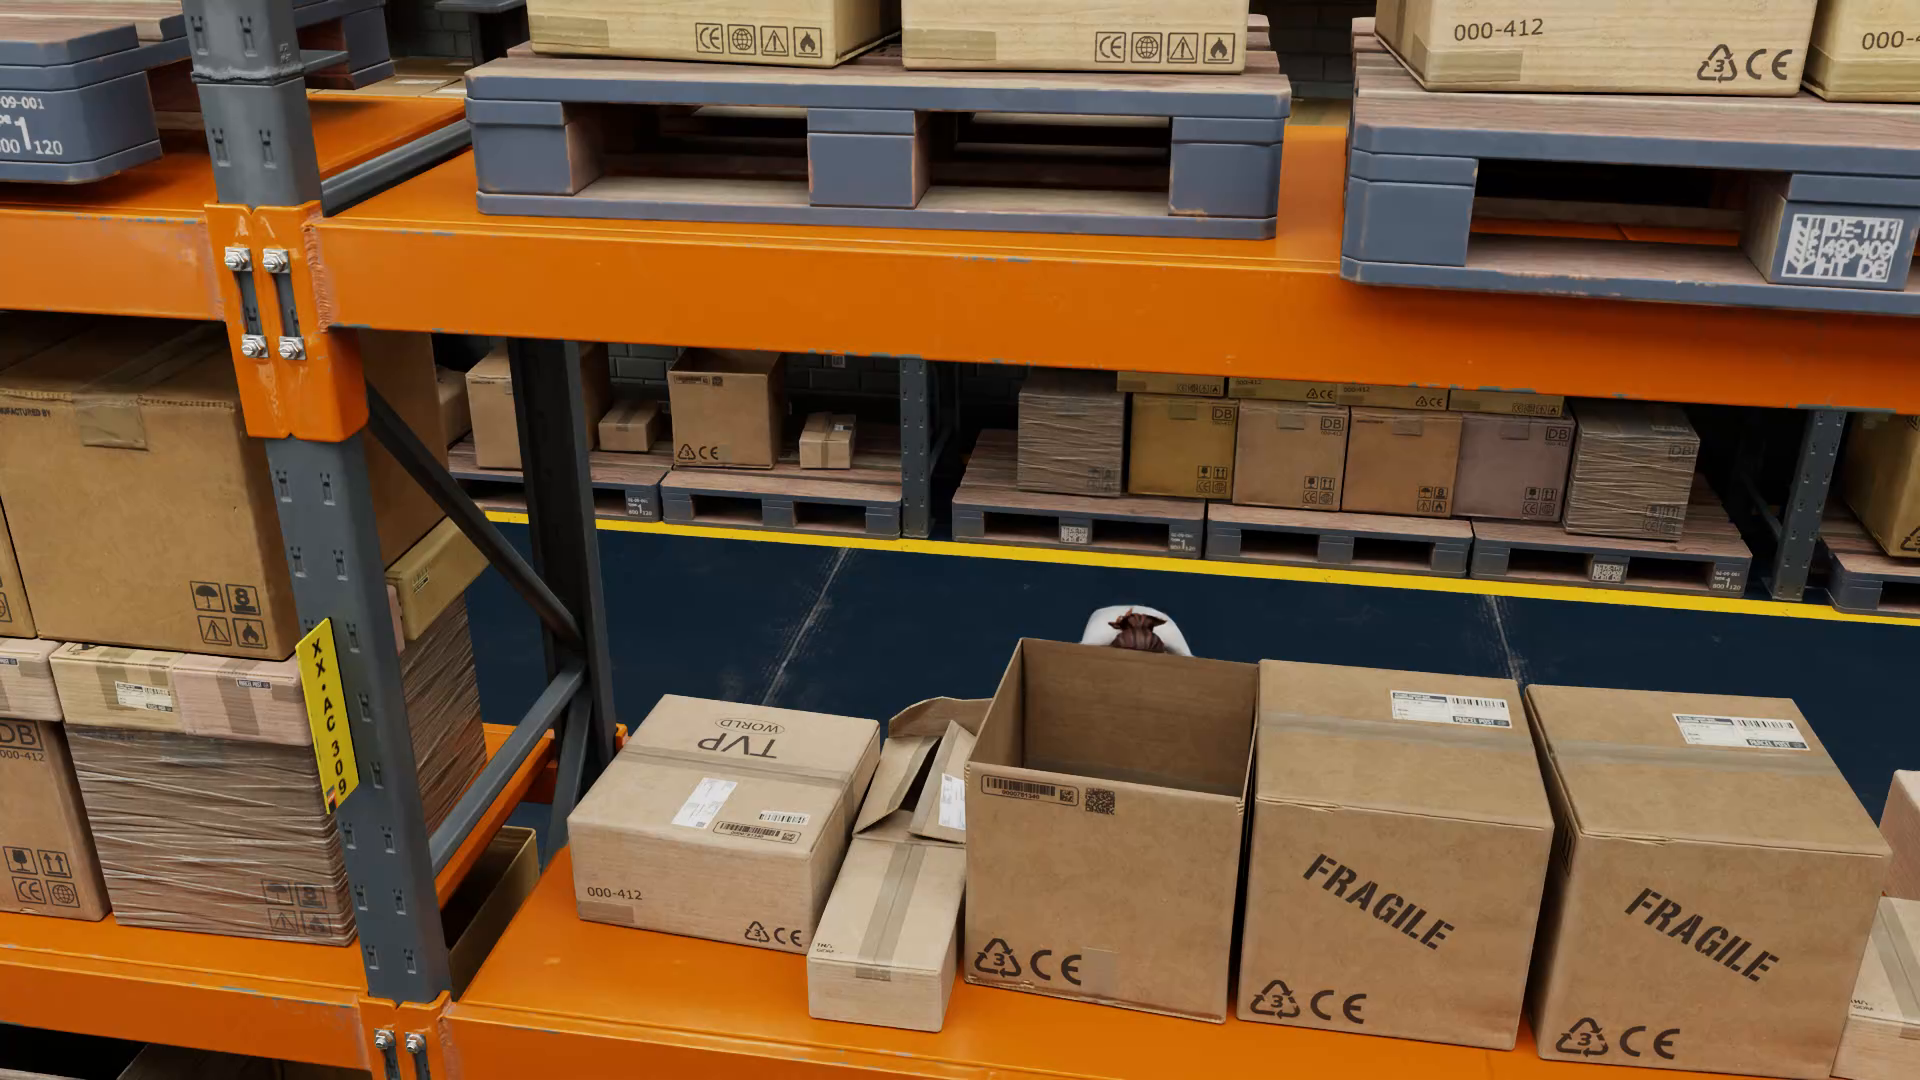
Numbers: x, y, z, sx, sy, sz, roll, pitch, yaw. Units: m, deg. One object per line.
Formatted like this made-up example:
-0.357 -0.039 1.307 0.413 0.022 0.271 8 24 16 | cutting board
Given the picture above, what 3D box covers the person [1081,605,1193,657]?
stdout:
0.591 0.557 5.887 0.484 0.858 0.803 4 25 9 | person
